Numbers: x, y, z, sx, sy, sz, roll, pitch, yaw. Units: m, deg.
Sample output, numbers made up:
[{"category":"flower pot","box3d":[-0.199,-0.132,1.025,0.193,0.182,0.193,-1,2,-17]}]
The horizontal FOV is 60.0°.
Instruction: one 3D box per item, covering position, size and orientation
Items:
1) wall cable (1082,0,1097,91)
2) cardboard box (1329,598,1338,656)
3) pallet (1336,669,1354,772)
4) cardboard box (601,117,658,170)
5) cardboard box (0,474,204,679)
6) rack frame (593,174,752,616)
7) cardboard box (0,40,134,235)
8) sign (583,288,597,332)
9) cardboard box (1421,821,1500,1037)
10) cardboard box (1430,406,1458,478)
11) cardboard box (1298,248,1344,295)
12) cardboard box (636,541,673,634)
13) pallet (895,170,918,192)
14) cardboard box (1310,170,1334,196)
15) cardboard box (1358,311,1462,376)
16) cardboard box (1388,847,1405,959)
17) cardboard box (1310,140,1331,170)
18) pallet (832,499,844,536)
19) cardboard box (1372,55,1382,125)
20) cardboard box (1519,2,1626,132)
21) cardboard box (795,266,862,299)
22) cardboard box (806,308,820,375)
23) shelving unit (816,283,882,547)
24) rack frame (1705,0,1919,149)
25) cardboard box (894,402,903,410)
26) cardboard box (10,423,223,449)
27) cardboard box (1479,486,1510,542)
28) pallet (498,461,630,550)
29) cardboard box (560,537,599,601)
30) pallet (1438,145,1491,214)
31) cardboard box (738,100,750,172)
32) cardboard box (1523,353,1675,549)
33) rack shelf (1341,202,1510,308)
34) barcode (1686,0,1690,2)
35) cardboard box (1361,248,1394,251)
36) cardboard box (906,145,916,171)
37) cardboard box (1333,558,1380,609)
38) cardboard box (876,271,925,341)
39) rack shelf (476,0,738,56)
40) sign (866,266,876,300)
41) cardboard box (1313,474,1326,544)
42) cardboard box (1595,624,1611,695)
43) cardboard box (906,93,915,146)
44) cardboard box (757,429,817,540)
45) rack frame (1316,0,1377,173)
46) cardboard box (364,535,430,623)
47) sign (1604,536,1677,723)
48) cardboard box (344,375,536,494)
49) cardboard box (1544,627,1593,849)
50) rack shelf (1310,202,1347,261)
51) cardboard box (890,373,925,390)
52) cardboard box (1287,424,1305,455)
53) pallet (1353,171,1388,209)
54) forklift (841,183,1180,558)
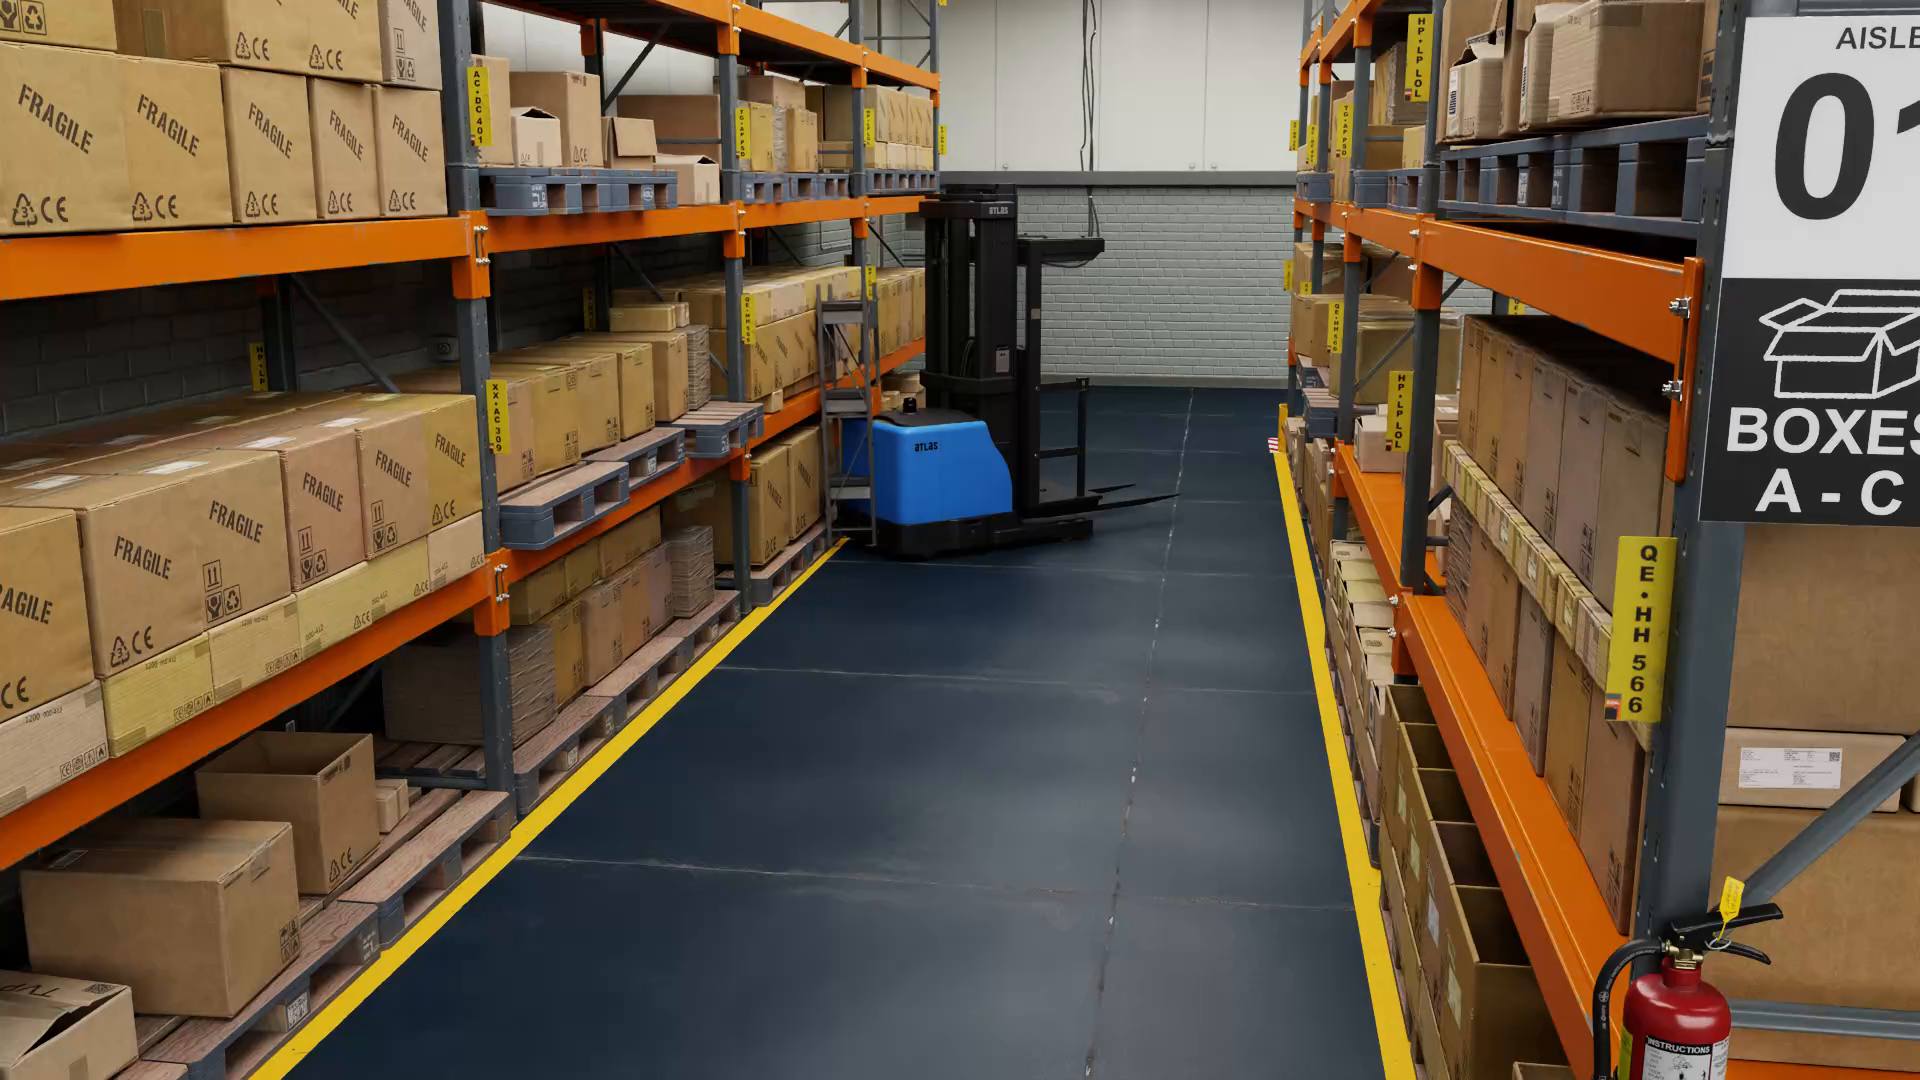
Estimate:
[{"category":"wall cable","box3d":[3.163,-7.595,23.259,3.097,2.526,0.112,2,12,9]},{"category":"cardboard box","box3d":[2.485,0.534,9.923,0.500,0.250,0.500,2,12,7]},{"category":"pallet","box3d":[2.577,0.978,8.954,1.003,0.211,1.213,2,12,9]},{"category":"cardboard box","box3d":[-2.255,-2.228,9.799,0.797,0.503,0.637,4,13,17]},{"category":"cardboard box","box3d":[-2.652,0.094,4.963,0.500,0.500,0.500,1,12,7]},{"category":"rack frame","box3d":[-1.964,-0.968,11.366,1.000,3.000,0.127,2,12,9]},{"category":"cardboard box","box3d":[-2.702,-1.108,4.611,0.500,0.500,0.500,2,12,11]},{"category":"sign","box3d":[-2.513,-1.552,11.325,0.100,0.325,0.005,2,12,9]},{"category":"cardboard box","box3d":[1.707,1.195,5.078,0.500,0.500,0.500,2,12,9]},{"category":"cardboard box","box3d":[2.609,-0.398,8.483,0.500,0.500,0.500,2,12,9]},{"category":"cardboard box","box3d":[3.601,-2.609,16.368,0.500,0.500,0.500,2,12,8]},{"category":"cardboard box","box3d":[-2.217,0.294,10.400,0.700,0.500,0.500,2,12,9]},{"category":"pallet","box3d":[-1.022,-3.647,16.887,1.003,0.211,1.213,2,12,9]},{"category":"cardboard box","box3d":[3.359,-3.144,14.698,0.500,0.250,0.500,2,12,9]},{"category":"cardboard box","box3d":[3.246,-1.382,12.050,0.700,0.500,0.500,4,13,19]},{"category":"cardboard box","box3d":[1.864,1.354,6.122,0.500,0.250,0.500,2,12,9]},{"category":"cardboard box","box3d":[3.353,-3.389,14.646,0.500,0.250,0.500,2,12,9]},{"category":"pallet","box3d":[-1.393,-0.275,14.767,1.003,0.211,1.213,2,12,9]},{"category":"cardboard box","box3d":[3.162,-3.115,11.599,0.500,0.500,0.500,2,12,9]},{"category":"cardboard box","box3d":[1.703,-1.204,4.221,0.500,0.311,0.500,3,13,15]},{"category":"cardboard box","box3d":[-1.168,-2.266,14.617,0.500,0.250,0.500,2,12,10]},{"category":"cardboard box","box3d":[-1.397,-1.586,13.241,0.500,0.500,0.500,2,12,10]},{"category":"shelving unit","box3d":[-0.875,-1.020,13.502,0.431,2.100,0.503,-1,9,7]},{"category":"rack frame","box3d":[1.701,-2.076,2.266,1.000,3.000,0.127,2,12,9]},{"category":"cardboard box","box3d":[-0.970,-1.148,17.136,0.700,0.500,0.500,2,12,10]},{"category":"cardboard box","box3d":[-3.023,-0.136,6.035,0.500,0.500,0.500,2,12,10]},{"category":"cardboard box","box3d":[1.928,-0.079,5.465,0.380,0.149,0.250,1,12,7]},{"category":"pallet","box3d":[-2.318,-0.196,8.239,1.003,0.211,1.213,2,12,9]},{"category":"cardboard box","box3d":[-2.341,0.151,9.283,0.500,0.250,0.500,2,12,7]},{"category":"pallet","box3d":[2.211,-1.221,5.627,1.003,0.211,1.213,2,12,9]},{"category":"cardboard box","box3d":[-1.916,-2.913,11.990,0.700,0.500,0.500,1,12,6]},{"category":"cardboard box","box3d":[2.023,-0.253,4.730,0.700,0.500,0.500,2,12,9]},{"category":"rack shelf","box3d":[2.624,-1.507,8.453,1.077,0.370,4.000,2,12,9]},{"category":"barcode","box3d":[1.271,-0.972,2.884,0.001,0.075,0.075,2,12,9]},{"category":"cardboard box","box3d":[4.134,-2.590,16.280,0.500,0.500,0.500,2,12,10]},{"category":"cardboard box","box3d":[-0.738,-3.903,16.985,0.500,0.250,0.500,2,12,7]},{"category":"cardboard box","box3d":[2.488,0.265,9.841,0.500,0.311,0.500,2,12,7]},{"category":"cardboard box","box3d":[-0.903,-2.522,17.863,0.980,0.700,0.700,2,12,8]},{"category":"rack shelf","box3d":[-2.271,-2.937,8.920,1.077,0.370,4.000,2,12,9]},{"category":"sign","box3d":[-0.811,-2.313,15.044,0.100,0.325,0.005,2,12,9]},{"category":"cardboard box","box3d":[2.998,-0.221,12.788,0.500,0.500,0.500,1,12,7]},{"category":"cardboard box","box3d":[1.650,0.297,3.717,0.380,0.149,0.250,2,12,8]},{"category":"cardboard box","box3d":[-0.736,-4.273,16.925,0.500,0.500,0.500,1,12,6]},{"category":"cardboard box","box3d":[-1.580,-0.454,13.084,0.750,0.750,0.750,2,12,8]},{"category":"rack frame","box3d":[3.547,-4.574,13.857,1.000,3.000,0.127,2,12,9]},{"category":"cardboard box","box3d":[-2.437,0.140,6.533,0.500,0.250,0.500,2,12,9]},{"category":"sign","box3d":[1.167,0.155,2.846,0.100,0.325,0.005,2,12,9]},{"category":"cardboard box","box3d":[-2.467,-0.504,7.932,0.700,0.500,0.500,2,12,9]},{"category":"cardboard box","box3d":[1.944,0.499,4.323,0.700,0.500,0.500,2,12,9]},{"category":"rack shelf","box3d":[3.239,-2.340,12.317,1.077,0.370,4.000,2,12,9]},{"category":"cardboard box","box3d":[-0.582,-1.752,18.402,0.380,0.149,0.250,2,12,8]},{"category":"cardboard box","box3d":[3.644,-1.033,17.147,0.500,0.250,0.500,2,12,9]},{"category":"pallet","box3d":[2.916,-2.038,9.660,1.213,0.211,1.003,2,12,11]},{"category":"forklift","box3d":[0.521,-1.506,14.024,3.031,2.935,1.130,-8,15,-33]}]
